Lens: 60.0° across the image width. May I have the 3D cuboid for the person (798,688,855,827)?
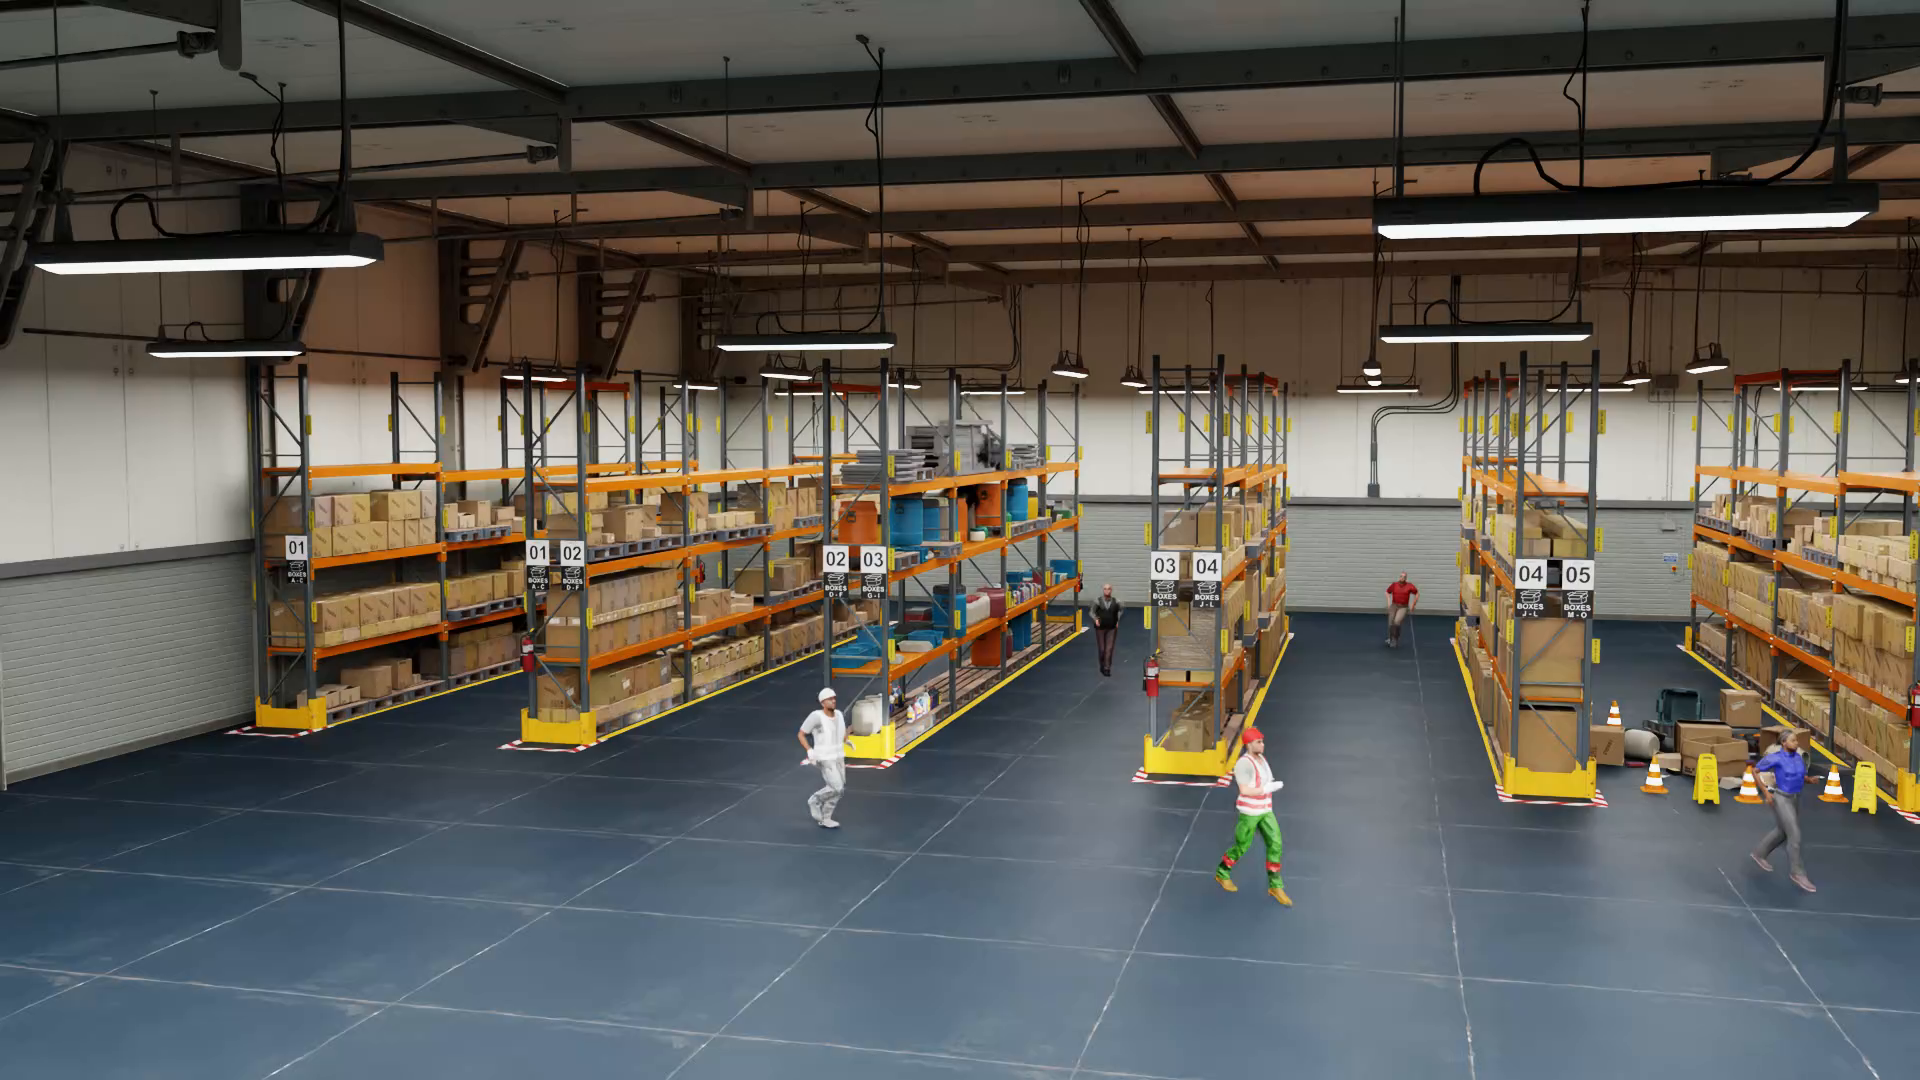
[{"bbox_3d":[-1.590,2.709,20.638,0.581,1.733,0.692,3,5,39],"label":"person"}]

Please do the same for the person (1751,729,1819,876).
[{"bbox_3d":[9.020,2.842,18.200,0.562,1.558,0.777,-2,5,-30],"label":"person"}]

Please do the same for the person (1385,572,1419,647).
[{"bbox_3d":[9.944,1.585,37.593,0.734,1.738,0.648,3,5,35],"label":"person"}]

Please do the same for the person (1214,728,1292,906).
[{"bbox_3d":[3.091,2.883,17.503,0.869,1.828,0.653,4,6,45],"label":"person"}]

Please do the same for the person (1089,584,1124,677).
[{"bbox_3d":[2.768,1.694,31.369,0.670,1.714,0.753,0,4,2],"label":"person"}]
